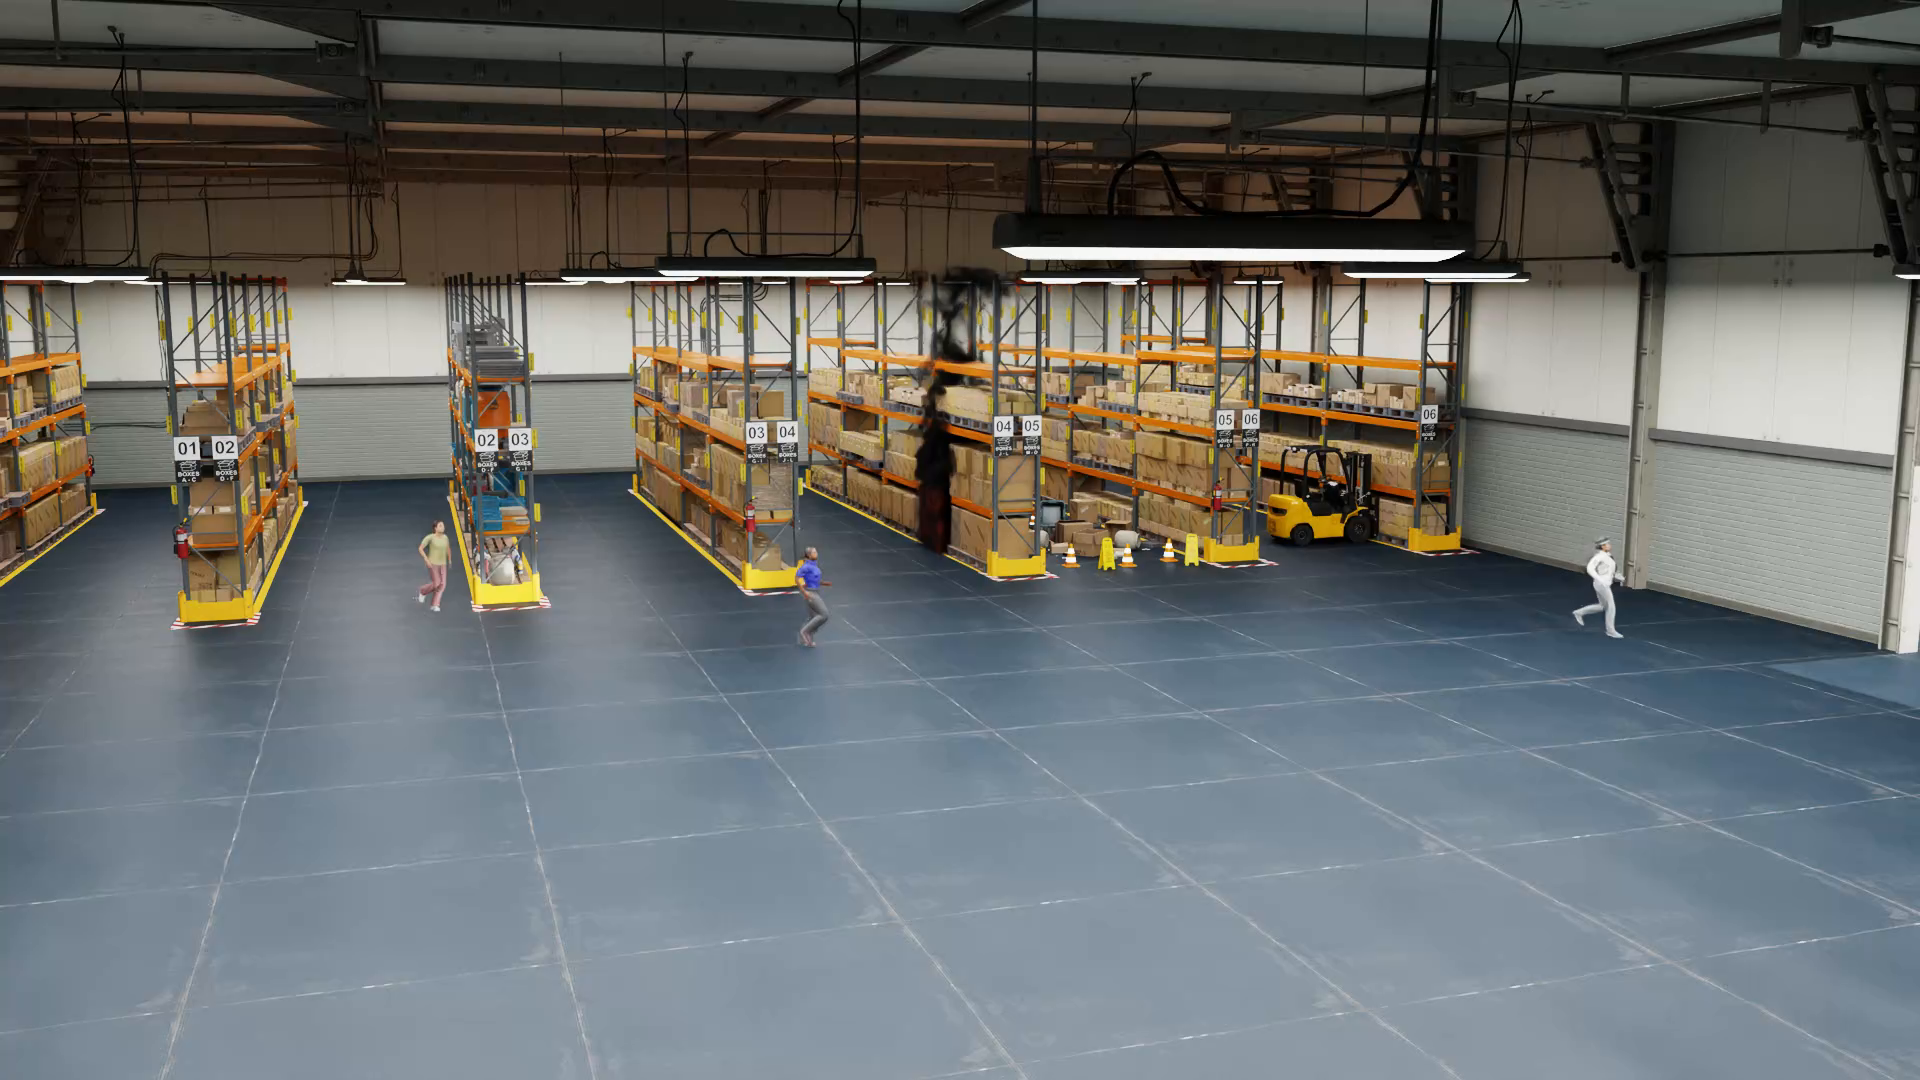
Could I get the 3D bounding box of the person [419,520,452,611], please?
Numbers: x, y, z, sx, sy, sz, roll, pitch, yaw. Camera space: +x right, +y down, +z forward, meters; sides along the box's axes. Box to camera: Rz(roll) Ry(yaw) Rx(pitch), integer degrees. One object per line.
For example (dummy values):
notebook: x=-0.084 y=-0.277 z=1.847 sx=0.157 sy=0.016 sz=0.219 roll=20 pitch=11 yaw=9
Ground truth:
person: x=-9.376 y=0.435 z=29.884 sx=0.639 sy=1.598 sz=0.618 roll=7 pitch=11 yaw=38

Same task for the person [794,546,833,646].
person: x=-2.329 y=0.914 z=26.684 sx=0.591 sy=1.607 sz=0.560 roll=1 pitch=9 yaw=6

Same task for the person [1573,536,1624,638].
person: x=10.612 y=0.762 z=27.573 sx=0.842 sy=1.696 sz=0.618 roll=5 pitch=10 yaw=32
